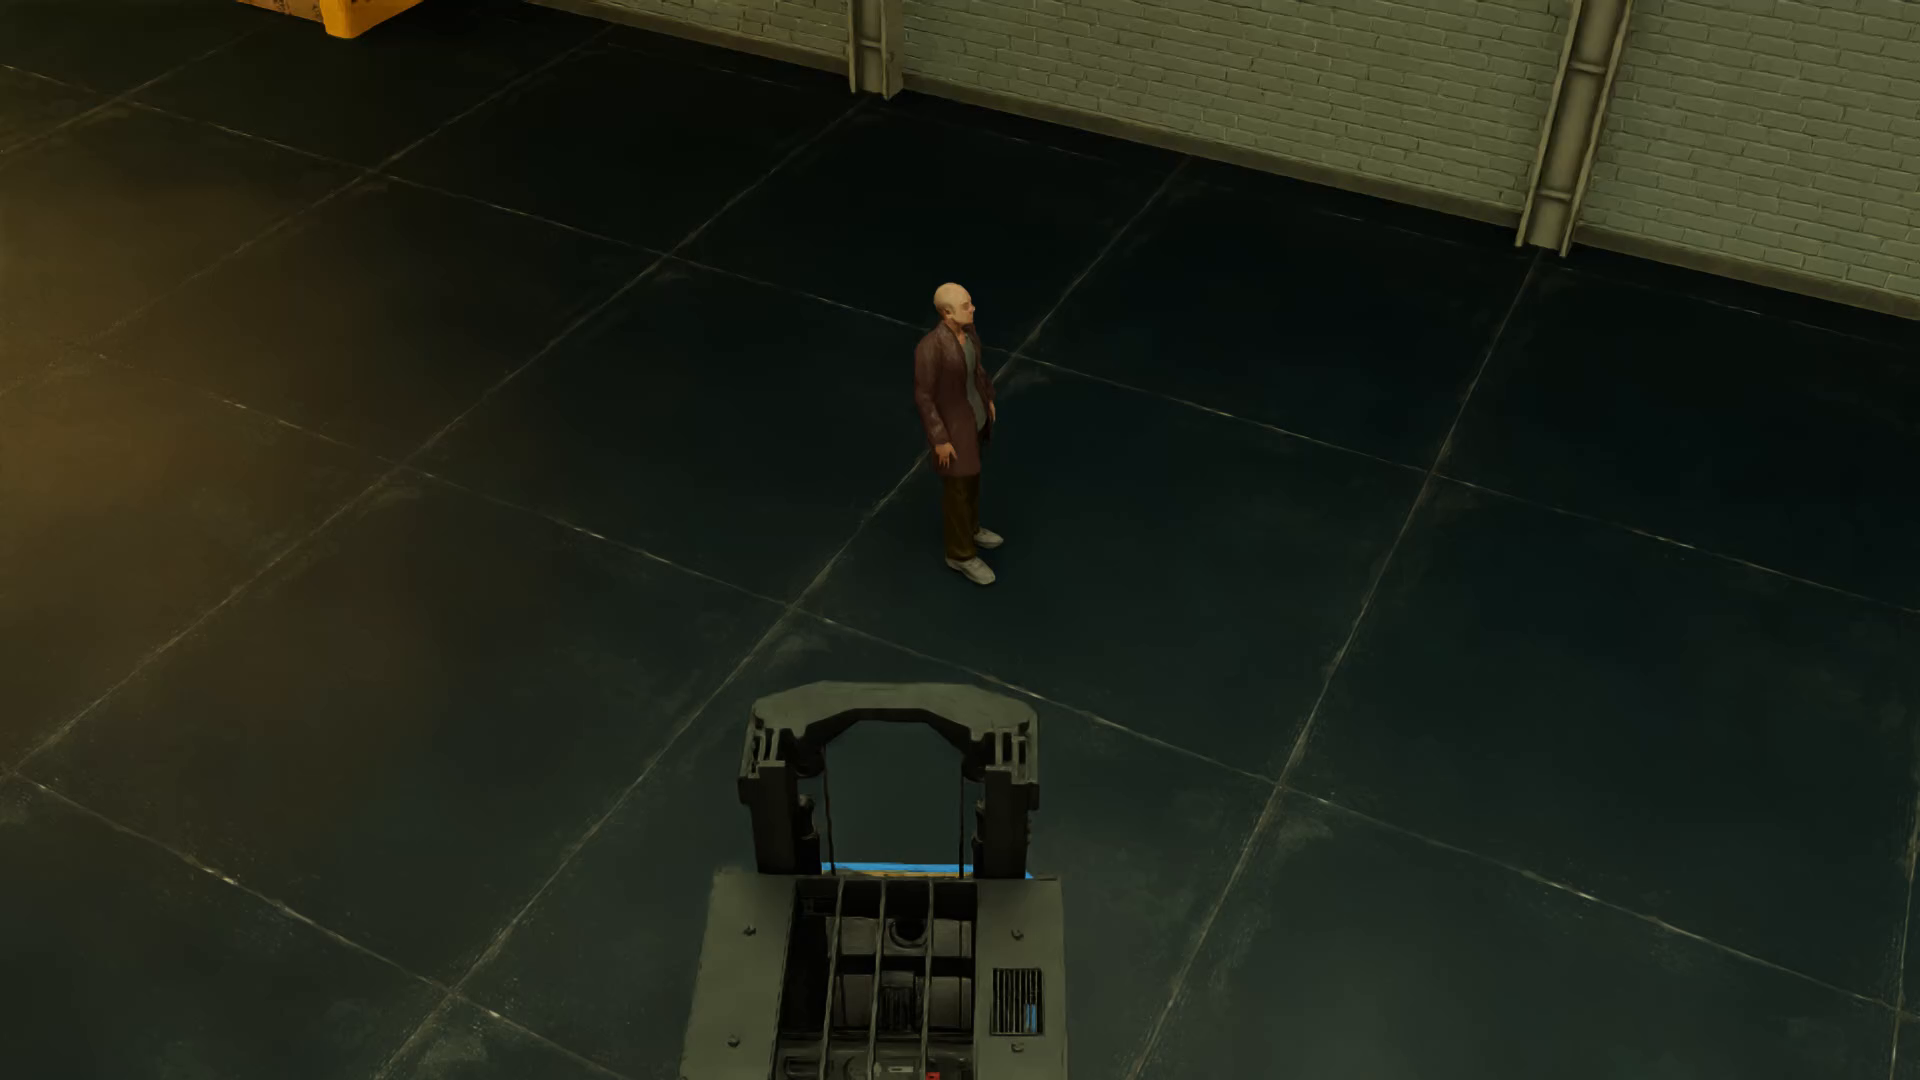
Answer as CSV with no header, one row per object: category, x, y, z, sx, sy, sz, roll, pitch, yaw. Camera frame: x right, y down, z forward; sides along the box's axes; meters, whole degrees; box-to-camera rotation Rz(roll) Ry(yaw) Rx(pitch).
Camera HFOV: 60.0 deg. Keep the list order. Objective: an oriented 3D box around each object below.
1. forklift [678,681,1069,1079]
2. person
forklift,-0.231,2.009,5.601,1.130,2.935,3.031,1,40,1
person,0.079,-0.656,9.649,0.580,1.776,0.694,18,43,21
